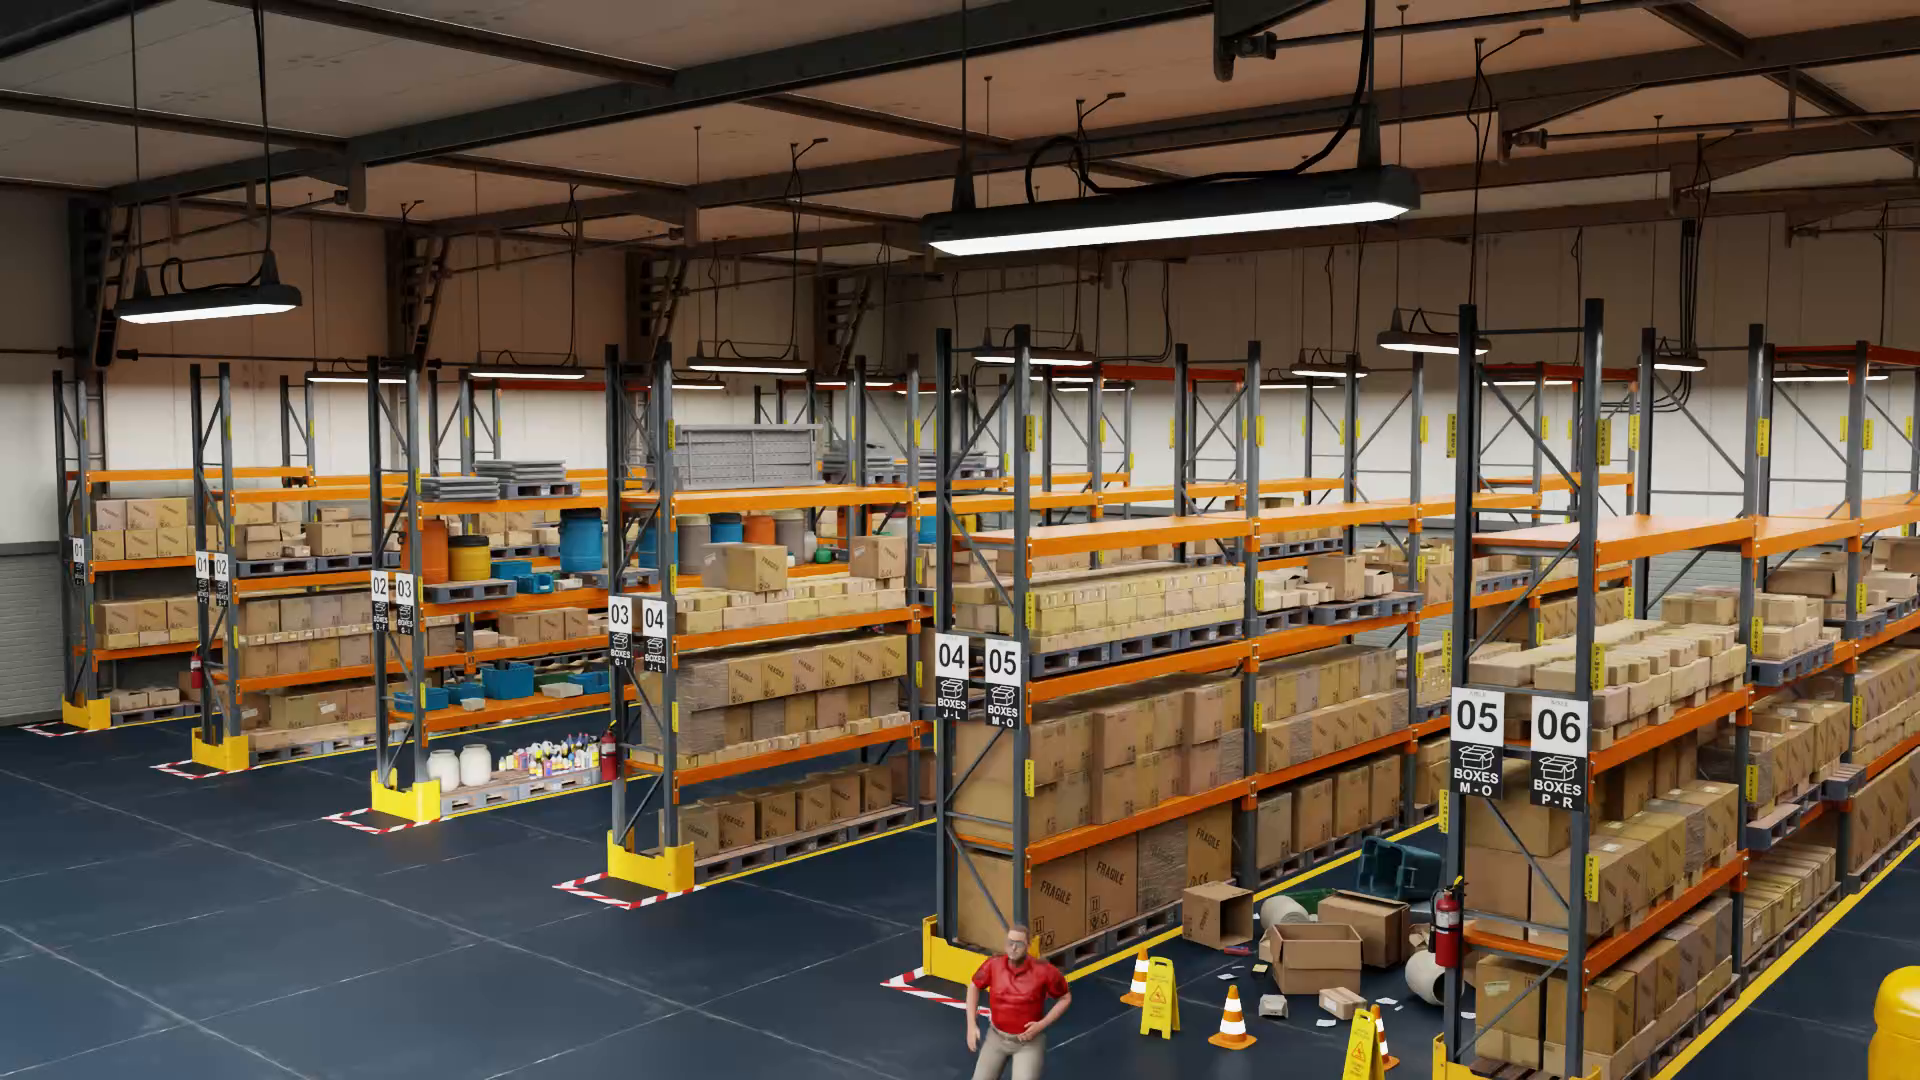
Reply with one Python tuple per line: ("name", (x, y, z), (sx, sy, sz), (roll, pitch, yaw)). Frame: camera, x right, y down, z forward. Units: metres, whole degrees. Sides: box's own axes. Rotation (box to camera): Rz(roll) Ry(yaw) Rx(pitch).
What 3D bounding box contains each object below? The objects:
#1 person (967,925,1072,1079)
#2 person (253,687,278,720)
("person", (0.355, 3.555, 11.618), (0.864, 1.658, 0.649), (1, 4, 12))
("person", (-11.600, 2.311, 27.787), (0.594, 1.660, 0.624), (2, 5, 24))
